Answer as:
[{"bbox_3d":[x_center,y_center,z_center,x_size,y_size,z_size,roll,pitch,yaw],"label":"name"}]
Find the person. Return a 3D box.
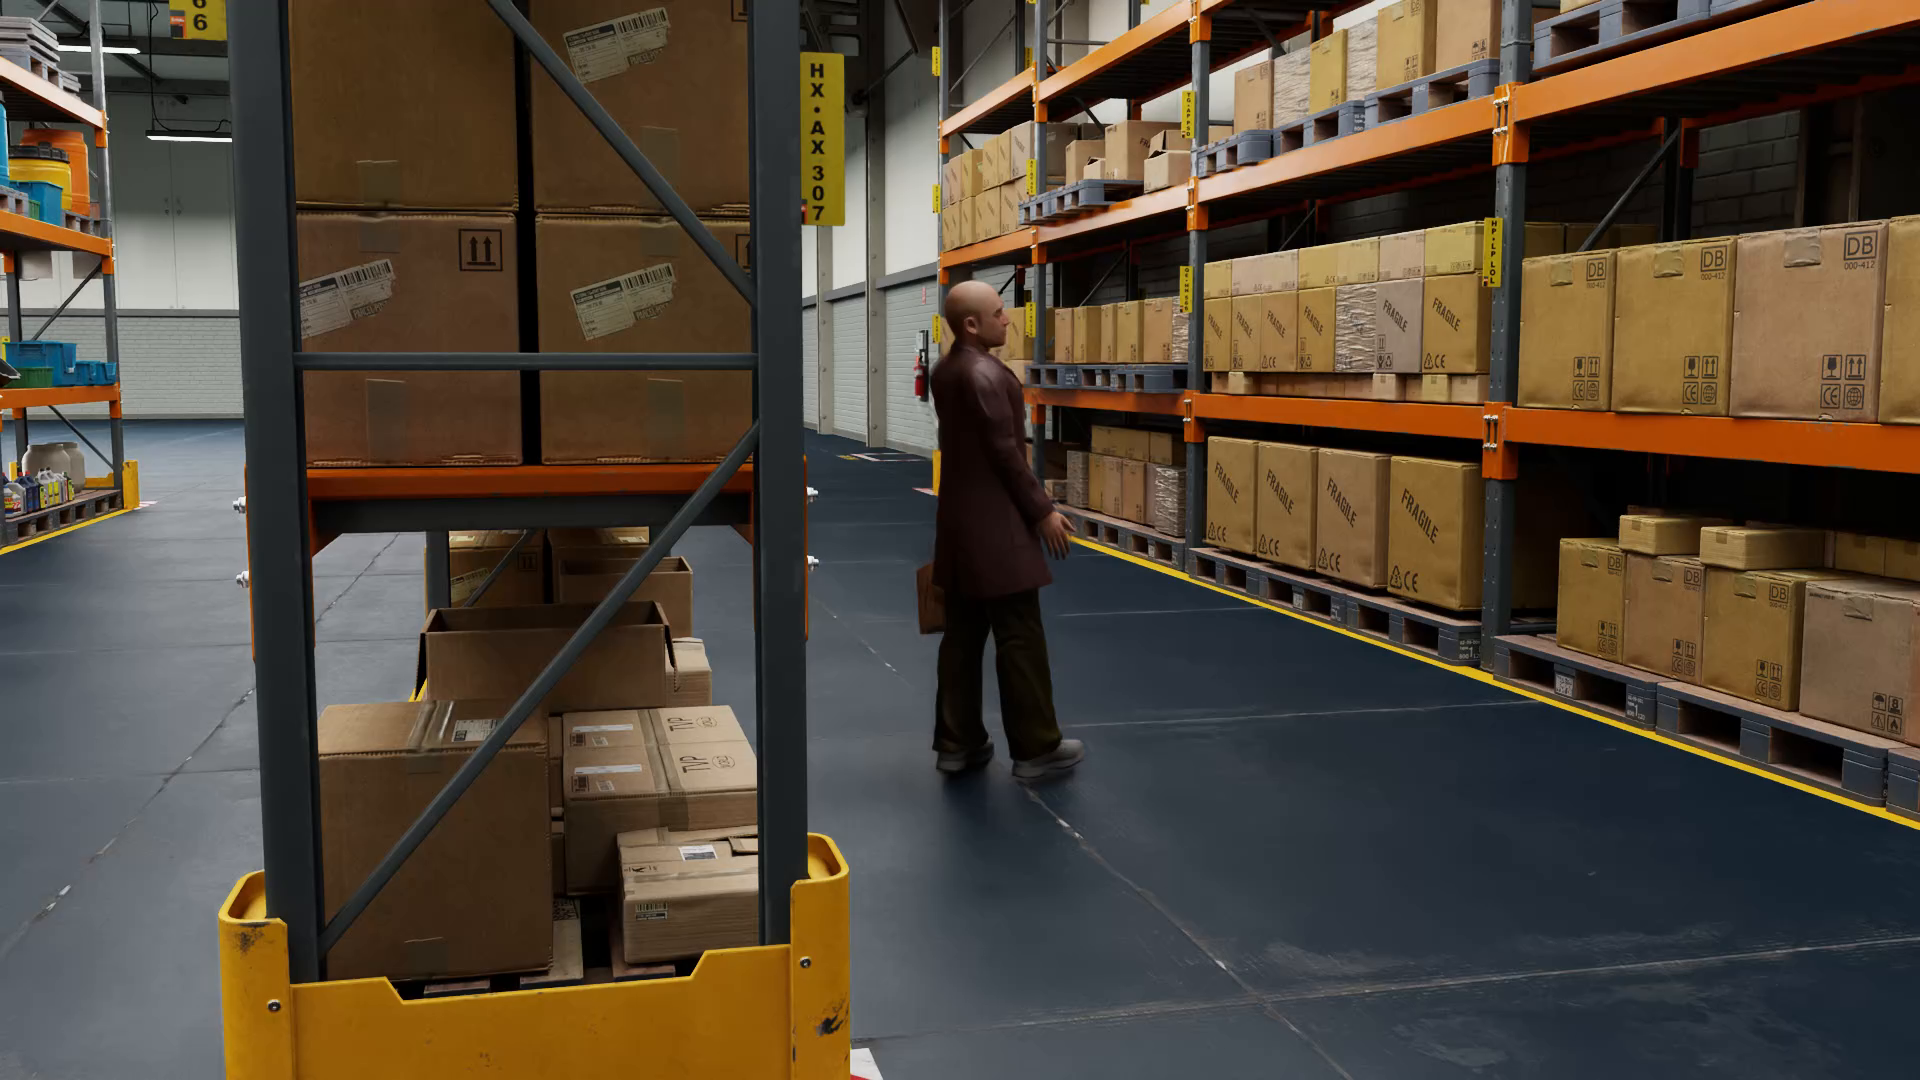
[{"bbox_3d":[0.176,-0.040,6.061,0.568,1.782,0.582,-3,7,-24],"label":"person"}]
